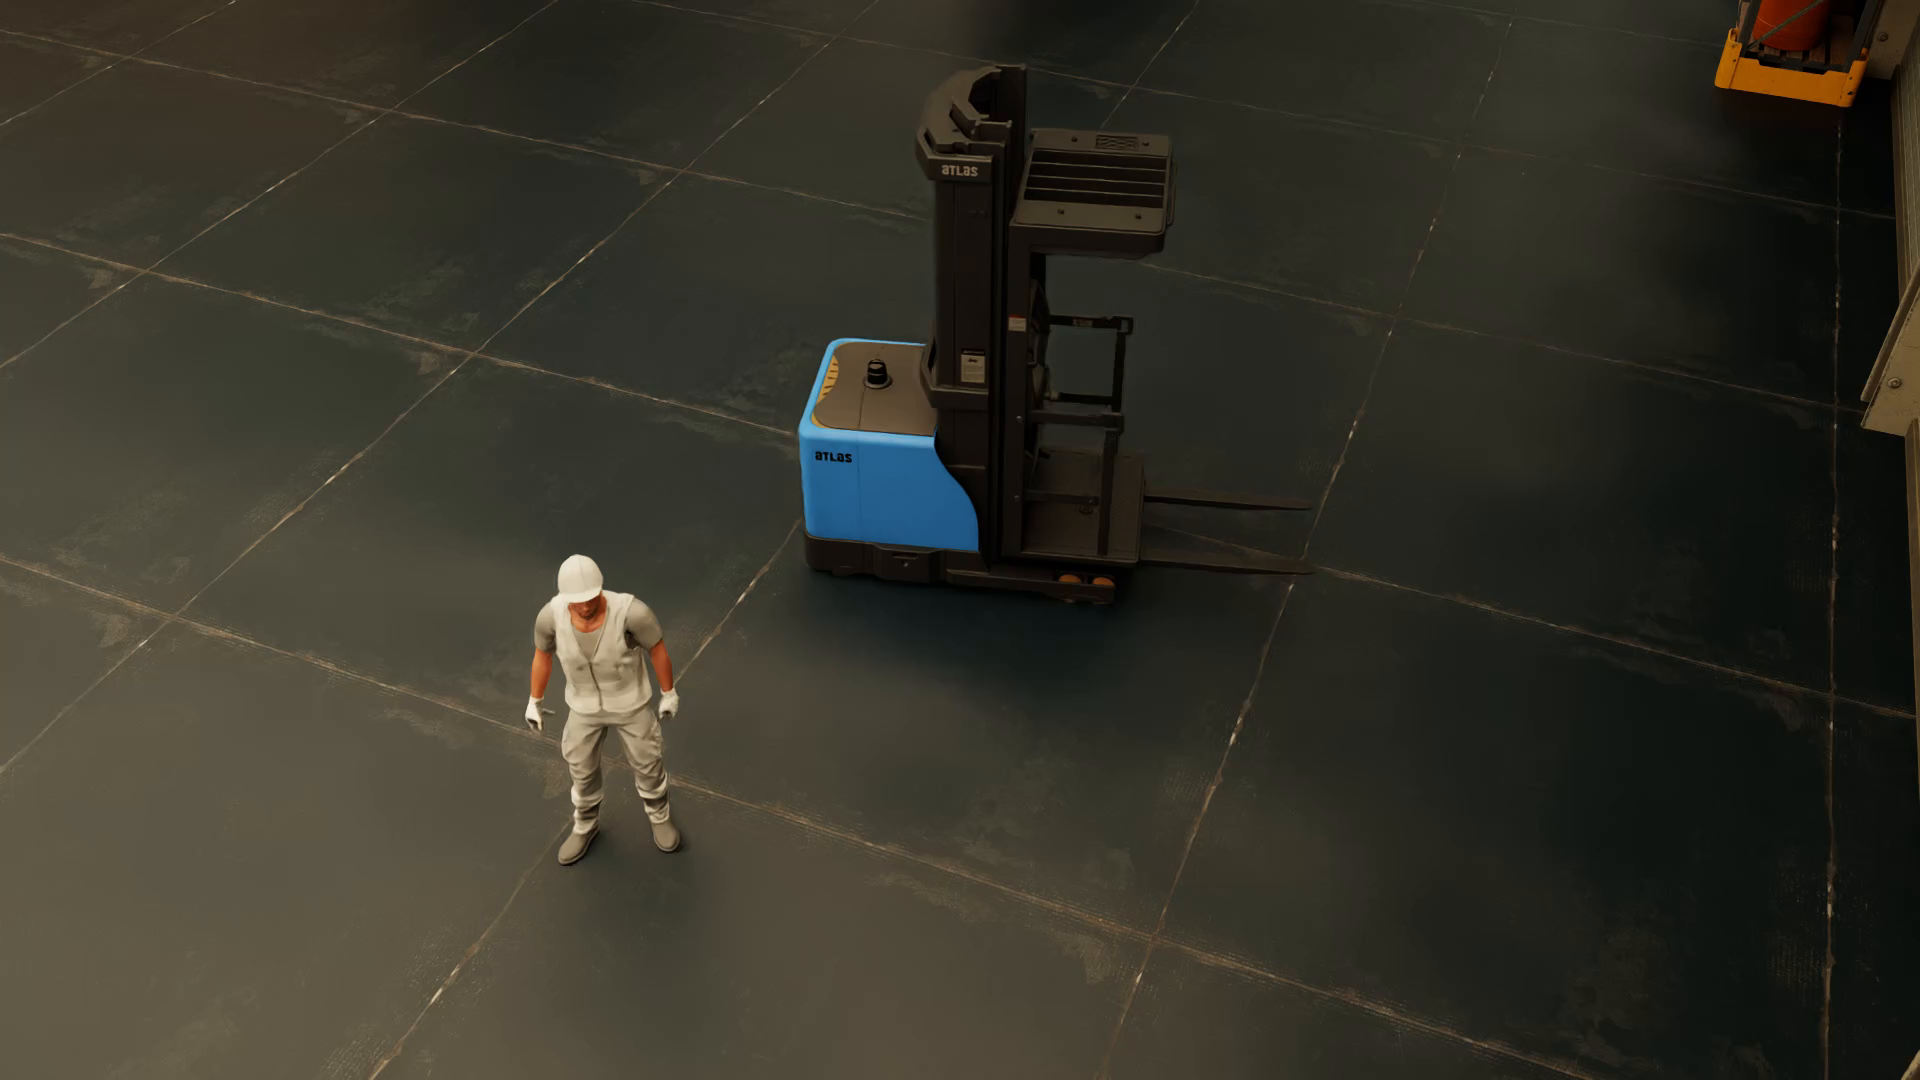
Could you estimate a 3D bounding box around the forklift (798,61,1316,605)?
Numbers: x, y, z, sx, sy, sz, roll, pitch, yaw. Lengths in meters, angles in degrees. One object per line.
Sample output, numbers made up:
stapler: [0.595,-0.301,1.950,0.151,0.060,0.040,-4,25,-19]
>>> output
forklift: [0.625,-1.104,9.325,3.031,2.935,1.130,5,40,6]

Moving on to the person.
person: [-1.713,0.809,7.936,0.722,1.791,0.462,-1,40,-1]
